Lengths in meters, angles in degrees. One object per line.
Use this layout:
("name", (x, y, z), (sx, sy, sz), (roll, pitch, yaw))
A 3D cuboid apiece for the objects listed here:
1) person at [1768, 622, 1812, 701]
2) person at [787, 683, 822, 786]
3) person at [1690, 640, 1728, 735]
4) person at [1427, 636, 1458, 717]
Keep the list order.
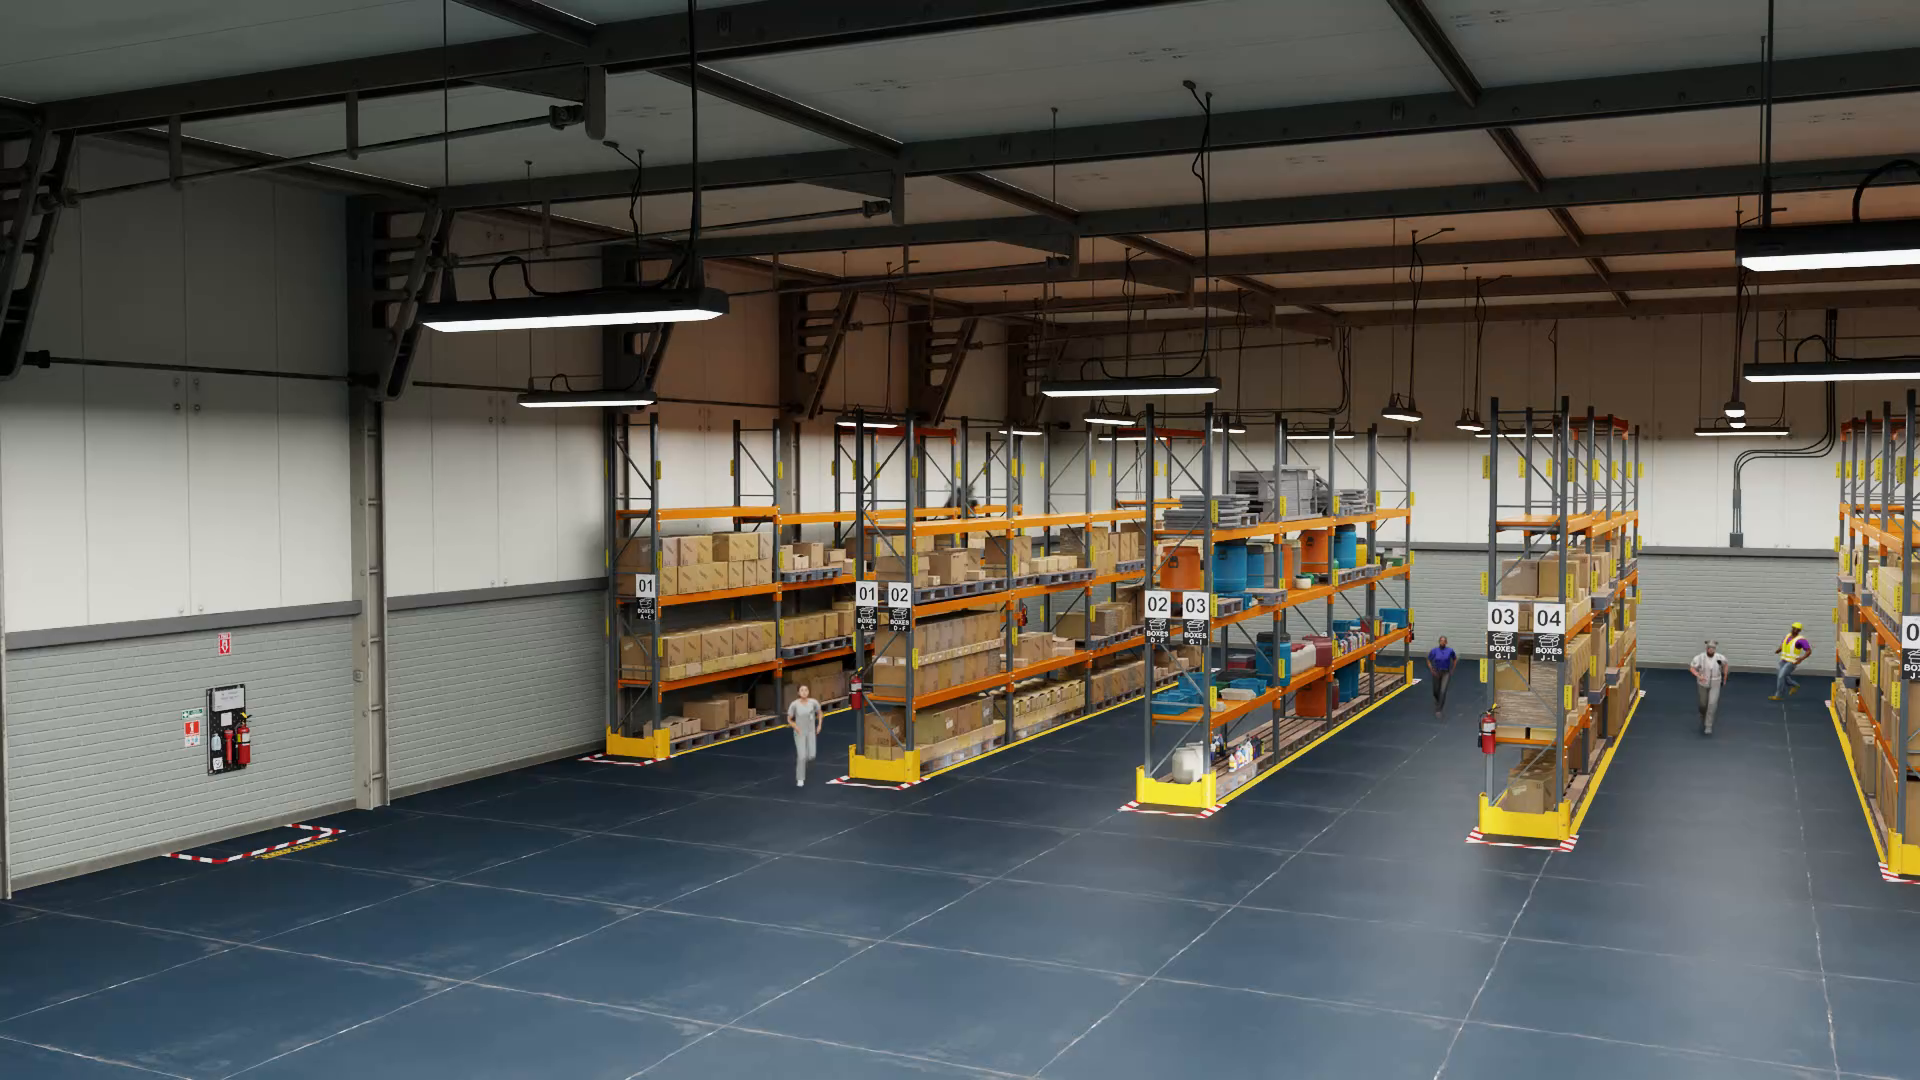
("person", (17.982, 2.633, 36.011), (0.777, 1.715, 0.770), (-1, 2, -14))
("person", (-2.460, 3.085, 26.418), (0.593, 1.635, 0.630), (-1, 2, -16))
("person", (14.372, 2.786, 31.914), (0.686, 1.779, 0.990), (1, 3, 19))
("person", (9.868, 2.773, 34.036), (0.600, 1.639, 0.782), (1, 2, 16))
